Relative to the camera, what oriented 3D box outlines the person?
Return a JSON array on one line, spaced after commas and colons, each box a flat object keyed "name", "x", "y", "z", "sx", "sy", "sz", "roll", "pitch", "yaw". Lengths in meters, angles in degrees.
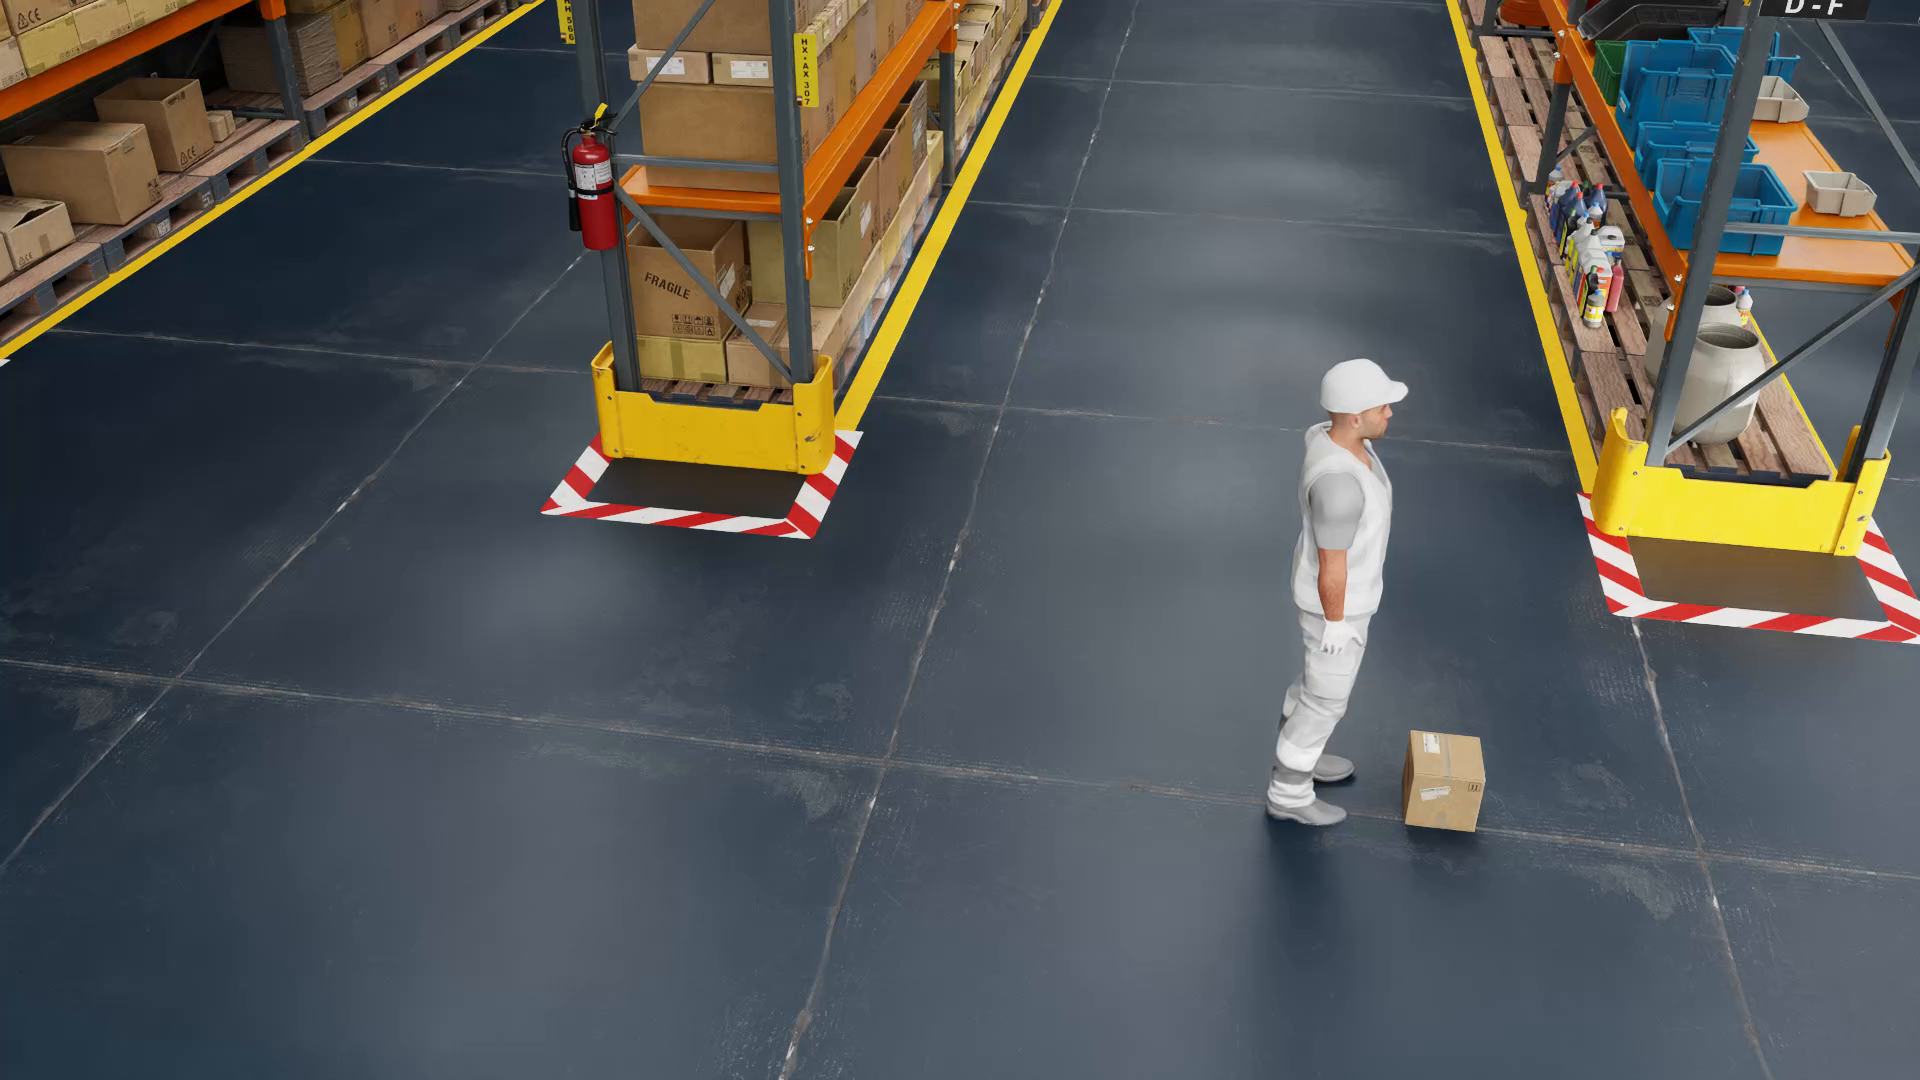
[{"name": "person", "x": 1.313, "y": 0.193, "z": 5.825, "sx": 0.344, "sy": 1.804, "sz": 0.524, "roll": 6, "pitch": 33, "yaw": 9}]
